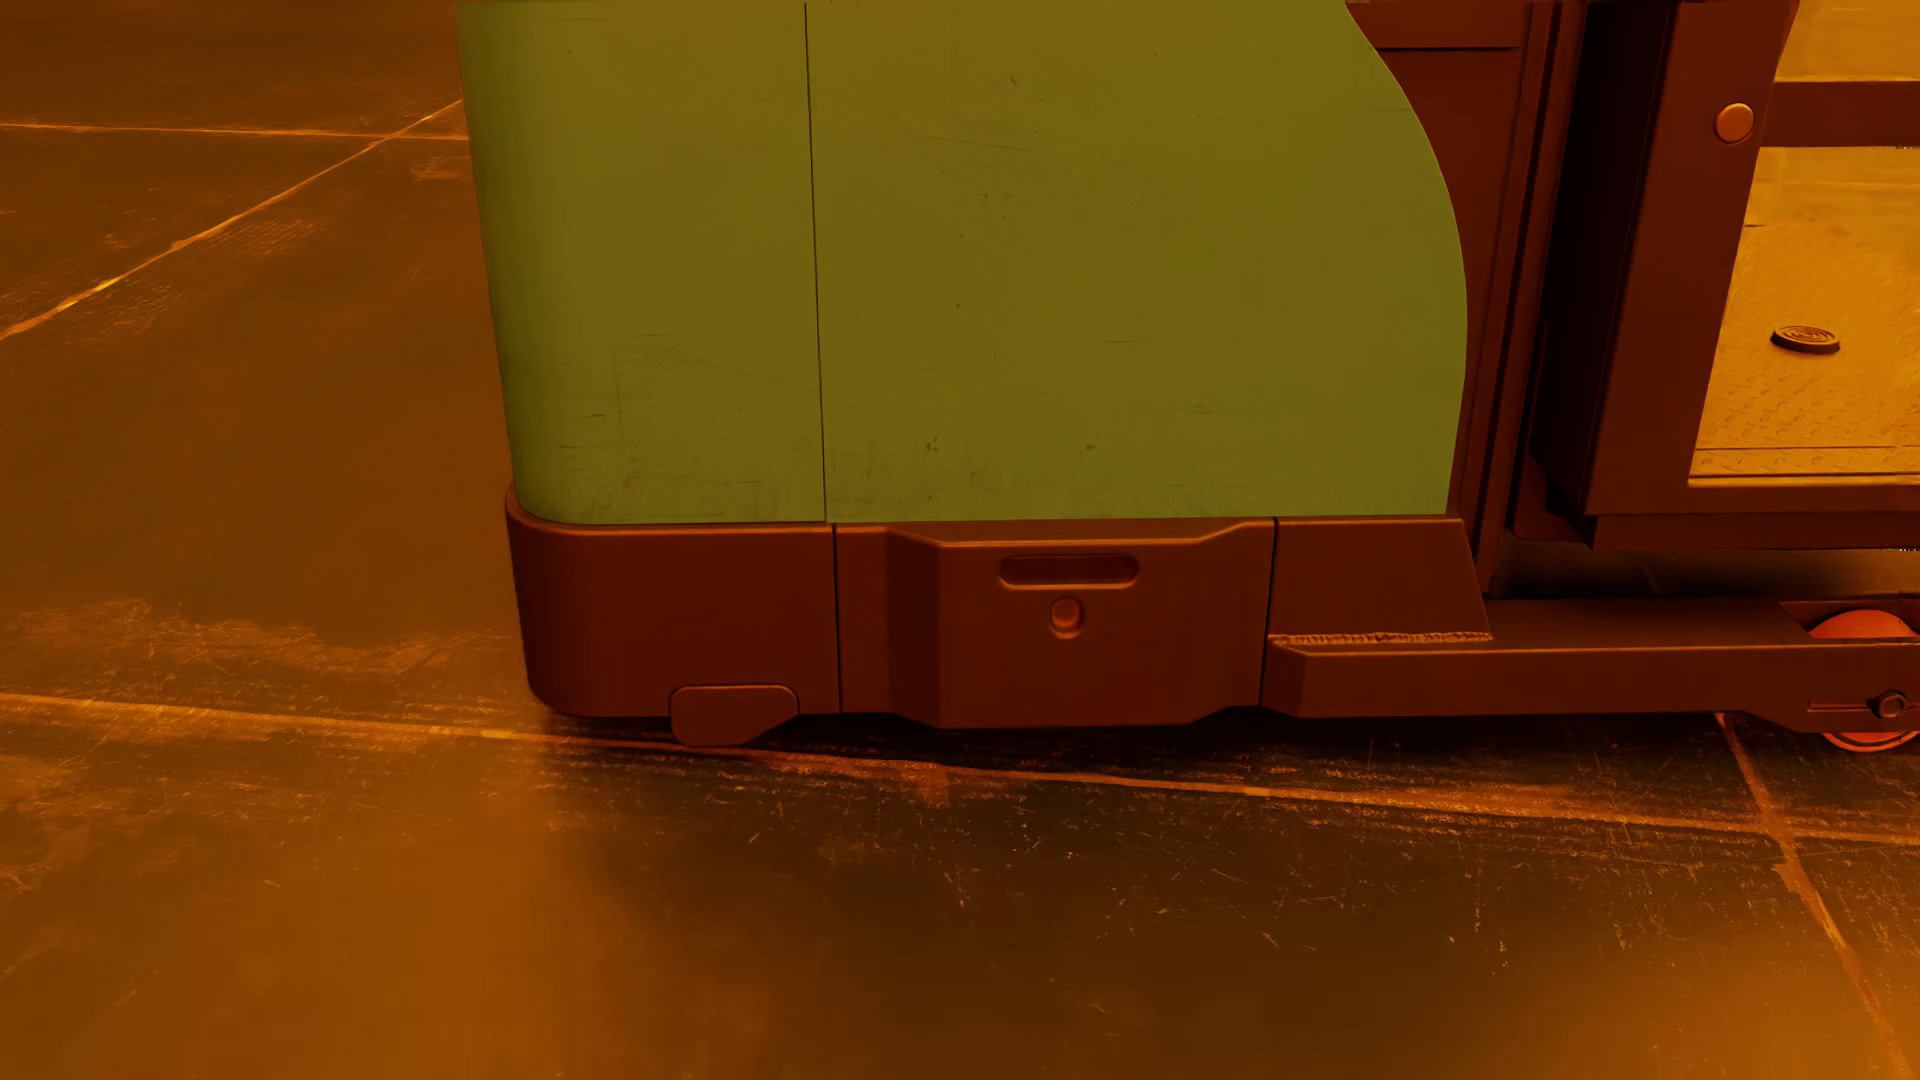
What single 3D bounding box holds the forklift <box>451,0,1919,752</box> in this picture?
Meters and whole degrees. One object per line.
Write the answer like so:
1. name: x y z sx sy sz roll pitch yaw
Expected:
1. forklift: 0.979 -1.295 1.813 3.031 2.935 1.130 -1 27 -2
